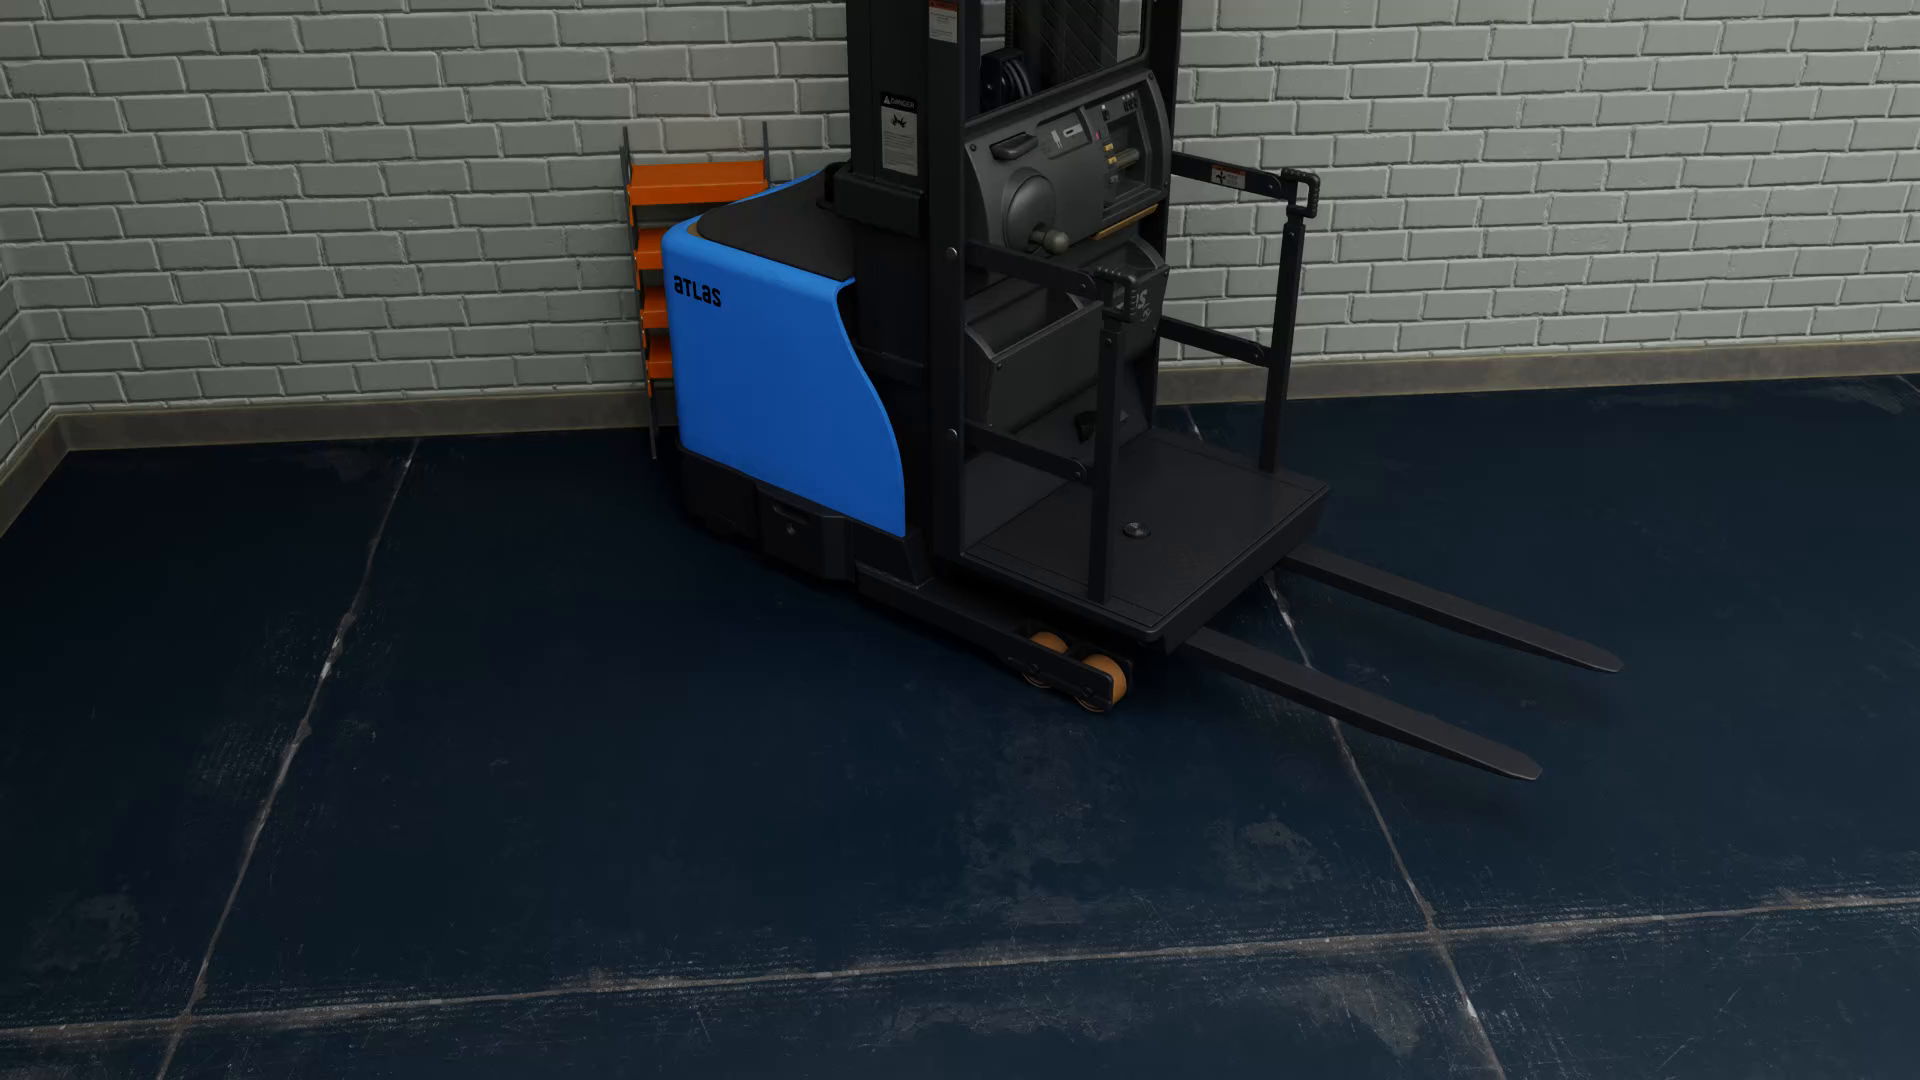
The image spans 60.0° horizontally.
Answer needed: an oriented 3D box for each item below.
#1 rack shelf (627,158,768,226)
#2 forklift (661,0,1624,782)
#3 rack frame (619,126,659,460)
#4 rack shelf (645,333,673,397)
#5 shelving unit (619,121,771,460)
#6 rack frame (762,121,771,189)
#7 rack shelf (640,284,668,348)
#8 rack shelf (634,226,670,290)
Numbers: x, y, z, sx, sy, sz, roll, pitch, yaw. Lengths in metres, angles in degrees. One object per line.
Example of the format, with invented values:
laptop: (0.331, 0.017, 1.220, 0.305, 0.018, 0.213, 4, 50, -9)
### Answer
rack shelf: (-0.921, -1.232, 5.876, 0.480, 0.148, 0.258, -4, 31, -6)
forklift: (0.493, -1.060, 4.667, 3.031, 2.935, 1.130, 22, 37, 32)
rack frame: (-1.164, -0.879, 6.052, 0.015, 1.200, 0.240, -4, 31, -6)
rack shelf: (-0.921, -0.666, 6.214, 0.480, 0.148, 0.258, -4, 31, -6)
shelving unit: (-0.921, -0.894, 6.077, 0.503, 1.200, 0.258, -4, 31, -6)
rack frame: (-0.679, -0.910, 6.103, 0.015, 1.200, 0.240, -4, 31, -6)
rack shelf: (-0.921, -0.837, 6.112, 0.480, 0.148, 0.258, -4, 31, -6)
rack shelf: (-0.921, -1.029, 5.997, 0.480, 0.148, 0.258, -4, 31, -6)
